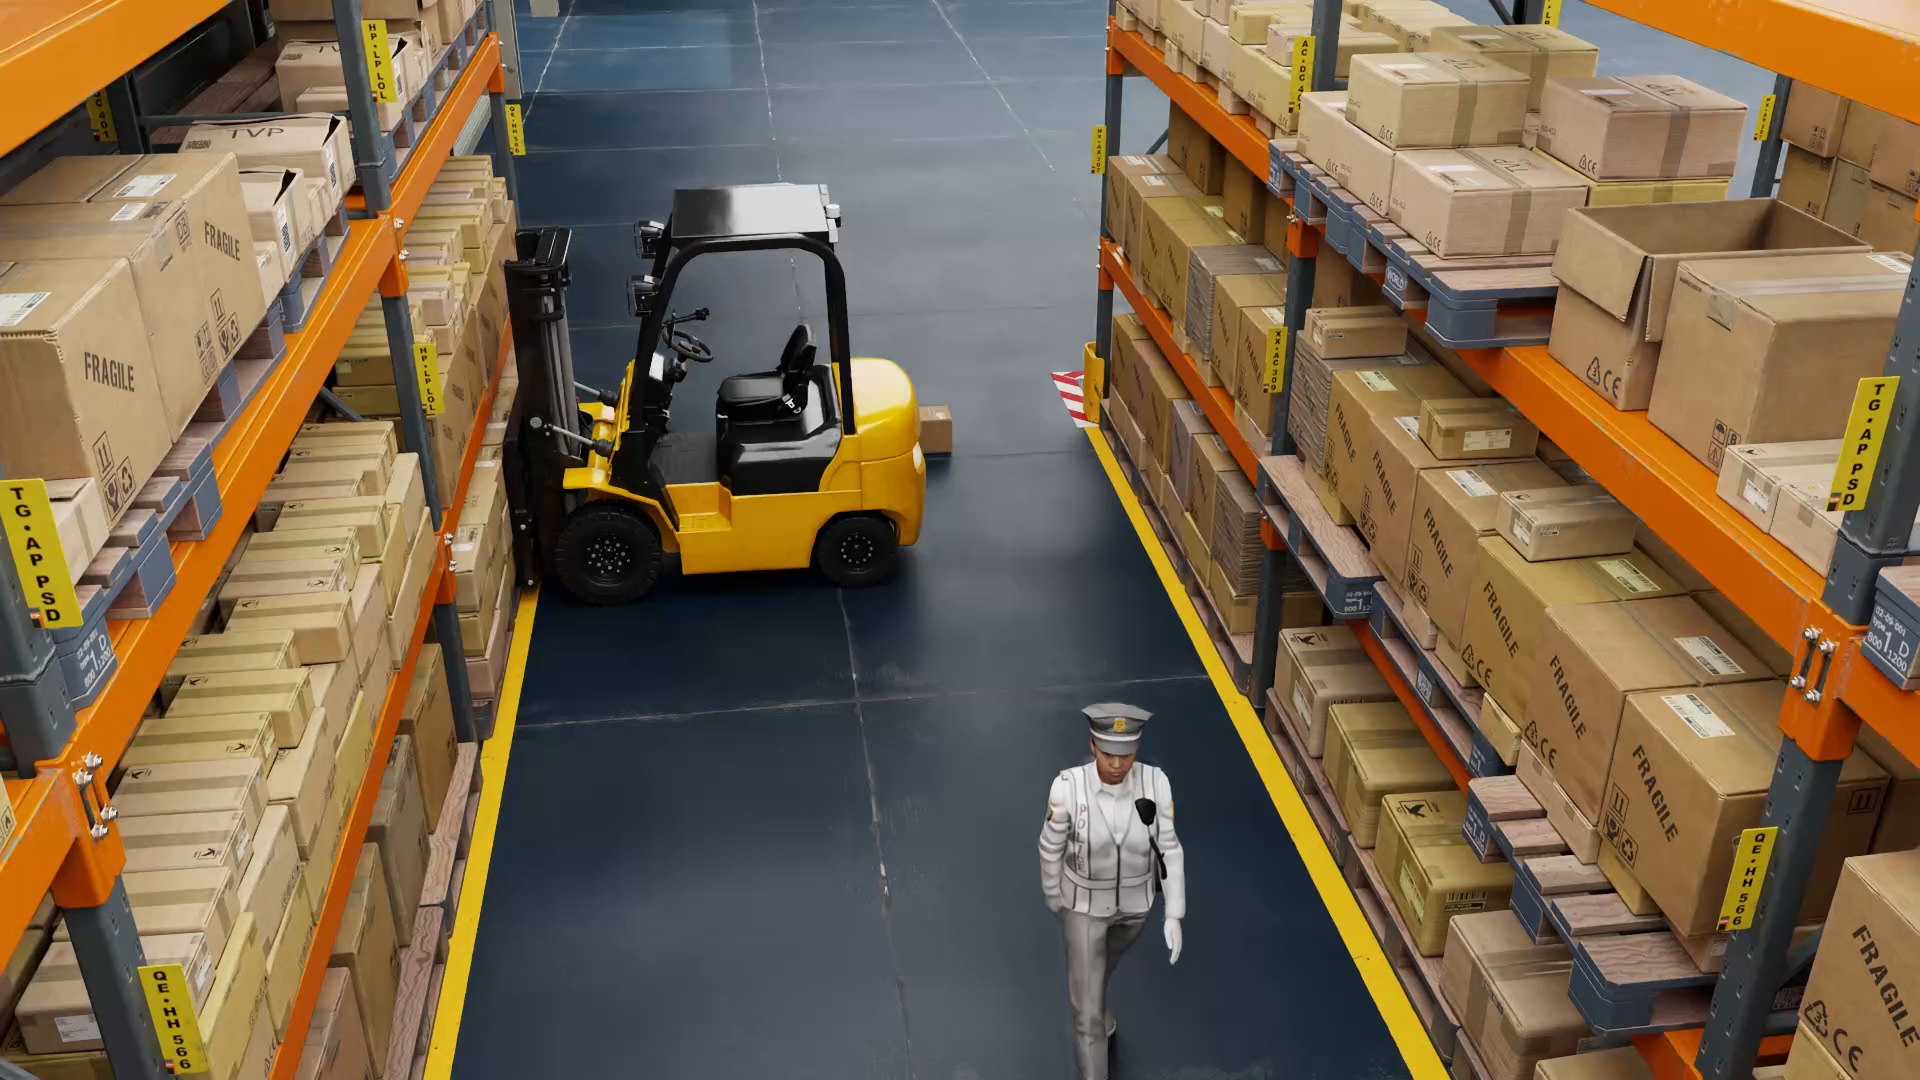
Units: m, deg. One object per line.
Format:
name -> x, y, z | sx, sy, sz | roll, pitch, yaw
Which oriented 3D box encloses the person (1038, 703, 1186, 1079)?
person -> 0.565, 1.335, 5.970 | 0.498, 1.638, 0.961 | -5, 28, -9
